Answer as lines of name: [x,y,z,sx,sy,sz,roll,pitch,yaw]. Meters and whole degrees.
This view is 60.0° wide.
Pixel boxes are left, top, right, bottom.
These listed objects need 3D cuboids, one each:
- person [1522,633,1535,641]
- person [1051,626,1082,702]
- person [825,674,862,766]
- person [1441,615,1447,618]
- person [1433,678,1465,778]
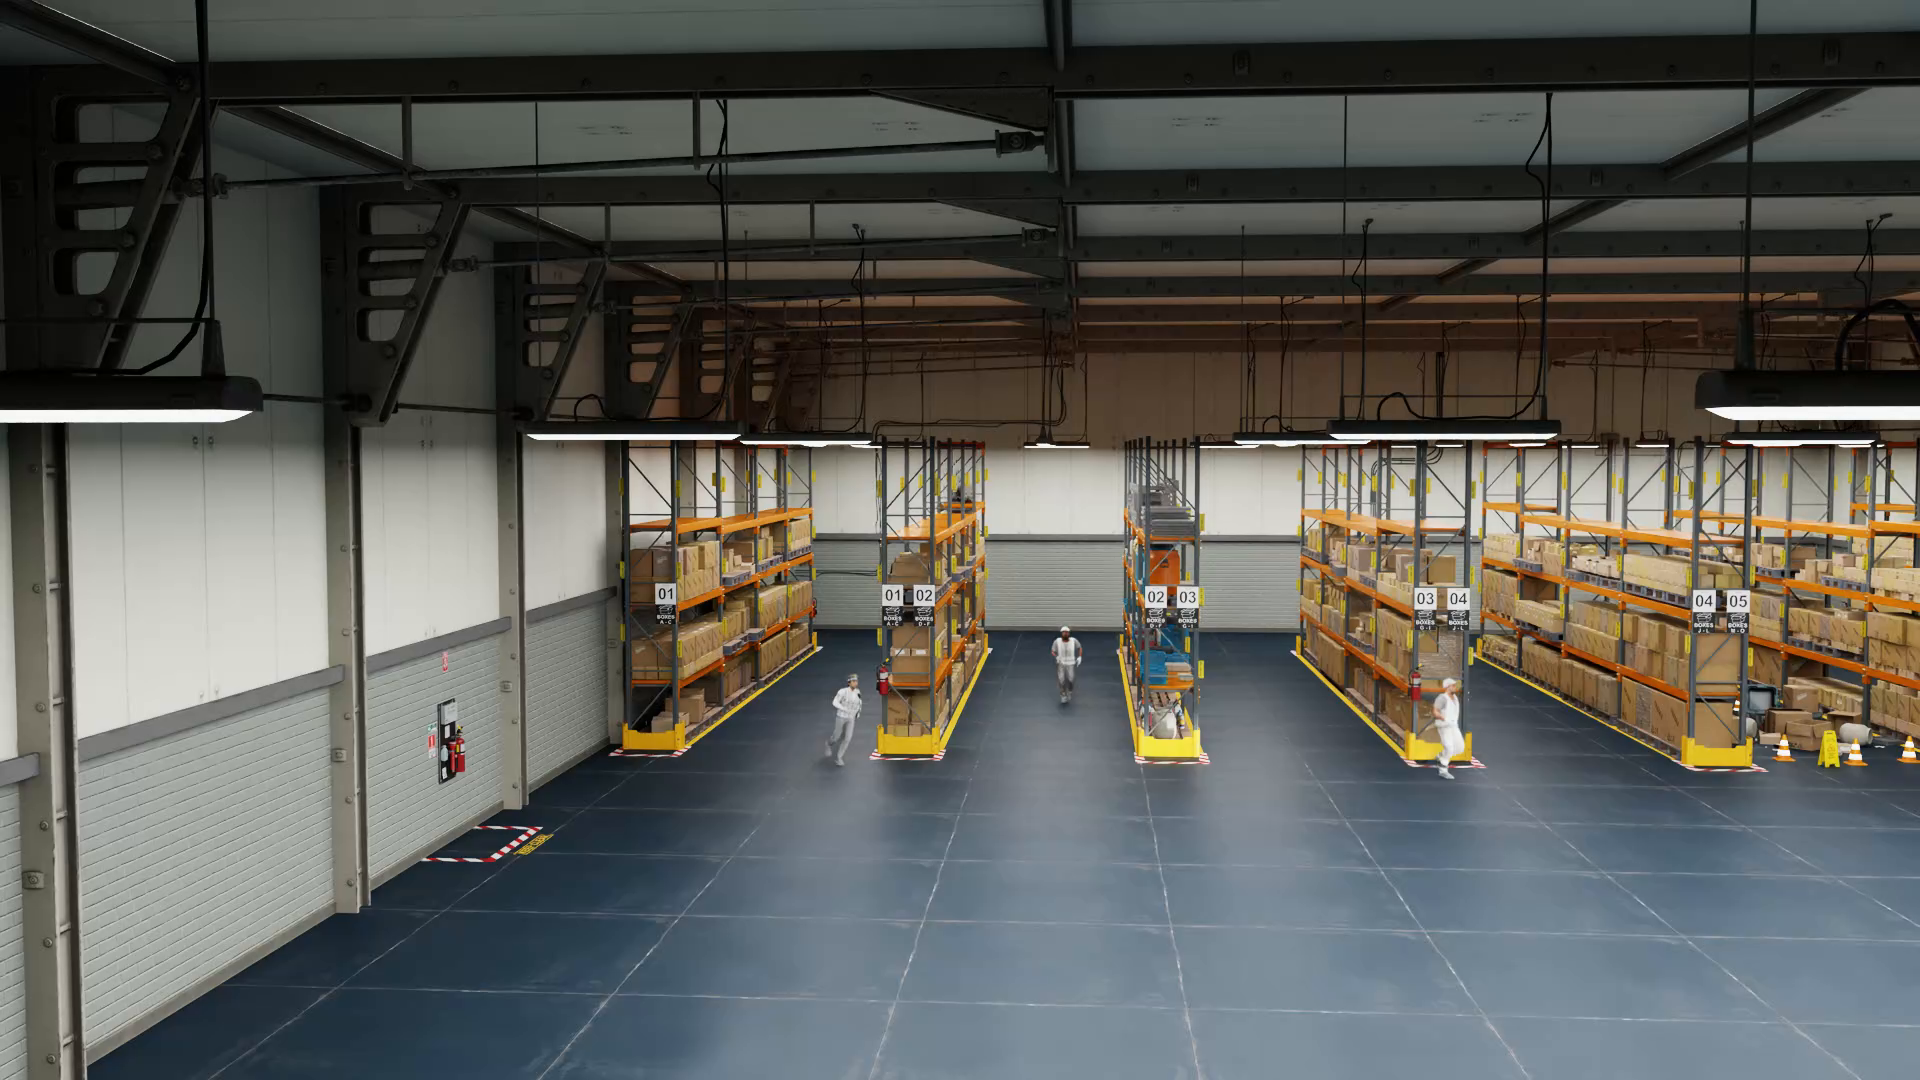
person: [15.922,2.350,47.111,0.753,1.718,0.703,-3,4,-44]
person: [2.420,2.827,37.717,0.715,1.738,0.597,0,3,2]
person: [-2.074,3.271,30.609,0.643,1.645,0.850,-1,3,-25]
person: [13.132,2.496,45.051,0.570,1.697,0.848,0,3,8]
person: [8.582,3.301,29.202,0.685,1.754,0.556,-3,4,-40]
